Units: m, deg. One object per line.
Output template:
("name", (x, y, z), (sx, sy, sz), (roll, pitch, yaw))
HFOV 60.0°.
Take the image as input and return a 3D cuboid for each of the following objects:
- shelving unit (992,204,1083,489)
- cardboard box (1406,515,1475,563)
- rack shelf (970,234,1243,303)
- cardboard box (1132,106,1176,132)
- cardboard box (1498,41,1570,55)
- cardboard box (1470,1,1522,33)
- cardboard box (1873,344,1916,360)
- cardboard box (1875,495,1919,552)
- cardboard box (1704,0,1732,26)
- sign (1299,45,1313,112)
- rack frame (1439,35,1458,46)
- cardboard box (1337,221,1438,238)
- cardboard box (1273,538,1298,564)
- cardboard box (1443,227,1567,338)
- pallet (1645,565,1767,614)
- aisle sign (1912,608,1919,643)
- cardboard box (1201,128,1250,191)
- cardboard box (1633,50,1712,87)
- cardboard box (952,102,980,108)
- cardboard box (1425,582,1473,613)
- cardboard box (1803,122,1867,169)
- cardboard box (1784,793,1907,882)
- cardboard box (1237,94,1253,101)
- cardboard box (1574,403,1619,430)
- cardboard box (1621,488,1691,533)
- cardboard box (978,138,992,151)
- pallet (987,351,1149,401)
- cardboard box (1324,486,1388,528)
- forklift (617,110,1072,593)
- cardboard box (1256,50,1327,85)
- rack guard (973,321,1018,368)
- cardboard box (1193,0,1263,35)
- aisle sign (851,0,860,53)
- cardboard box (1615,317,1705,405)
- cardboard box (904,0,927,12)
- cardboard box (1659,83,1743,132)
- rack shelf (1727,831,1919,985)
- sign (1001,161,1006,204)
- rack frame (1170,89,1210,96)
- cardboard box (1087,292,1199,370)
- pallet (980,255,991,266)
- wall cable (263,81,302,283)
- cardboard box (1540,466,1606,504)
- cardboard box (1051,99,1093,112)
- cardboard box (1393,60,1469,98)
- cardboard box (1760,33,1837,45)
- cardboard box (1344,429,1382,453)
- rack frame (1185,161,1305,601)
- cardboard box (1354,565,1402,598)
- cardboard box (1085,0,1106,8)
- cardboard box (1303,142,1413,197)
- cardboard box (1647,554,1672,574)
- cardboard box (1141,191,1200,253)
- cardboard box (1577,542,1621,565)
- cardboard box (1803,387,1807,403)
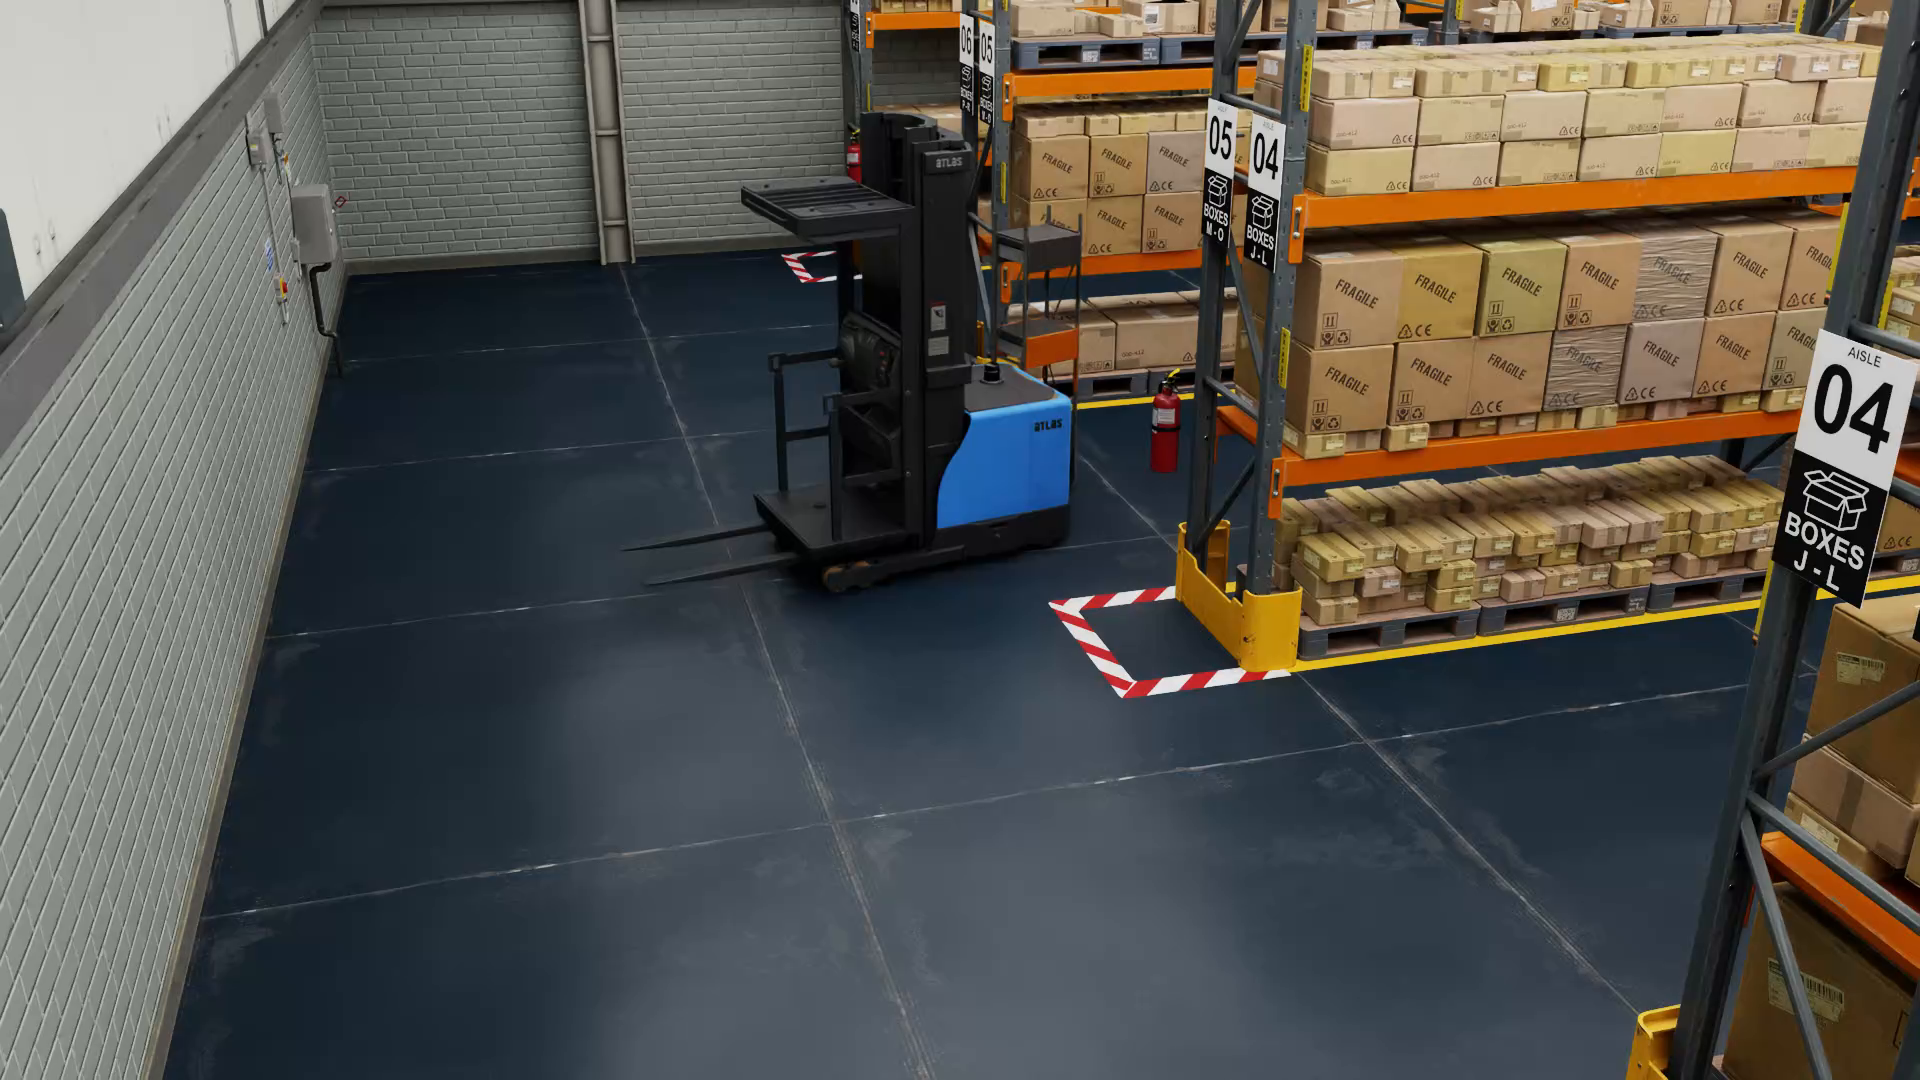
("shelving unit", (0.554, -1.362, 12.260), (0.503, 2.100, 0.431), (-16, 28, -32))
("cardboard box", (2.964, -0.008, 10.293), (0.250, 0.149, 0.380), (-8, 24, -17))
("rack shelf", (2.133, -2.565, 14.836), (4.000, 0.370, 1.077), (-6, 24, -14))
("cardboard box", (1.625, -3.541, 13.981), (0.250, 0.149, 0.380), (-6, 24, -14))
("cardboard box", (3.370, -2.839, 9.809), (0.250, 0.149, 0.380), (-7, 24, -16))
("cardboard box", (4.635, -4.539, 14.358), (0.258, 0.266, 0.396), (-7, 24, -15))
("cardboard box", (5.996, -1.185, 10.494), (0.250, 0.149, 0.380), (-7, 24, -17))
("cardboard box", (6.276, -0.262, 11.195), (0.500, 0.500, 0.500), (-5, 24, -12))
("cardboard box", (6.678, -4.765, 14.884), (0.258, 0.266, 0.396), (-7, 24, -16))
("sign", (1.788, -2.388, 8.599), (0.005, 0.325, 0.100), (-6, 24, -14))
("rack frame", (4.058, -3.109, 15.191), (0.127, 3.000, 1.000), (-6, 24, -14))
("cardboard box", (2.503, -1.653, 10.027), (0.500, 0.500, 0.500), (-7, 24, -16))
("cardboard box", (2.073, 0.002, 10.647), (0.250, 0.149, 0.380), (-7, 24, -16))
("cardboard box", (3.137, -1.506, 9.684), (0.500, 0.500, 0.500), (-7, 24, -16))
("pallet", (4.856, 0.126, 11.188), (1.213, 0.211, 1.003), (-6, 24, -14))
("aisle sign", (2.896, 0.007, 4.633), (0.004, 0.787, 0.394), (-6, 24, -14))
("cardboard box", (2.215, -3.300, 14.242), (0.500, 0.500, 0.500), (-6, 24, -14))
("cardboard box", (4.027, -2.678, 9.433), (0.250, 0.149, 0.380), (-6, 24, -15))
("cardboard box", (0.209, -4.890, 19.154), (0.500, 0.250, 0.500), (-6, 24, -13))
("cardboard box", (2.975, 0.295, 10.341), (0.250, 0.149, 0.380), (-6, 24, -14))
("cardboard box", (5.093, -2.395, 9.913), (0.500, 0.250, 0.500), (-6, 24, -13))
("cardboard box", (3.138, 1.032, 5.859), (0.250, 0.149, 0.380), (-6, 24, -13))
("cardboard box", (2.468, -3.822, 14.636), (0.250, 0.149, 0.380), (-6, 24, -15))
("cardboard box", (3.795, -0.811, 10.156), (0.250, 0.149, 0.380), (-6, 24, -13))
("cardboard box", (4.477, -0.190, 10.717), (0.250, 0.149, 0.380), (-6, 24, -13))
("cardboard box", (0.244, -4.502, 18.757), (0.250, 0.149, 0.380), (-6, 24, -14))
("pallet", (0.956, -1.516, 15.015), (1.213, 0.211, 1.003), (-6, 24, -14))
("cardboard box", (2.555, -0.204, 10.749), (0.250, 0.149, 0.380), (-7, 24, -16))
("forklift", (-0.781, -1.237, 10.917), (3.031, 2.935, 1.130), (-11, 26, -24))
("cardboard box", (1.882, -2.683, 9.446), (0.250, 0.149, 0.380), (-7, 24, -15))
("rack guard", (0.184, -1.531, 14.685), (0.348, 0.500, 1.175), (-6, 24, -14))
("cardboard box", (2.189, -4.504, 13.852), (0.500, 0.500, 0.500), (-6, 24, -13))
("aisle sign", (-1.124, -5.643, 17.799), (0.004, 0.787, 0.394), (-6, 24, -14))
("cardboard box", (4.124, -1.157, 10.137), (0.500, 0.500, 0.500), (-6, 24, -15))
("cardboard box", (-0.522, -5.813, 18.009), (0.250, 0.149, 0.380), (-6, 24, -13))
("cardboard box", (4.112, -2.525, 9.584), (0.500, 0.250, 0.500), (-5, 24, -12))
("rack shelf", (4.810, 1.197, 6.068), (4.000, 0.370, 1.077), (-6, 24, -14))
("sign", (0.351, -2.905, 13.519), (0.005, 0.325, 0.100), (-6, 24, -14))
("rack frame", (2.714, -4.993, 19.582), (0.127, 3.000, 1.000), (-6, 24, -14))
("cardboard box", (1.695, -1.907, 15.107), (0.875, 0.438, 0.875), (-6, 24, -13))
("pallet", (-0.297, -3.378, 19.356), (1.213, 0.211, 1.003), (-6, 24, -14))
("wall cable", (-5.610, -3.077, 13.829), (0.122, 1.984, 0.588), (-6, 24, -14))
("cardboard box", (4.082, -0.353, 11.098), (0.250, 0.149, 0.380), (-6, 24, -13))
("cardboard box", (0.962, -3.696, 14.342), (0.250, 0.149, 0.380), (-7, 24, -15))
("cardboard box", (2.546, -2.506, 9.033), (0.250, 0.149, 0.380), (-6, 24, -14))
("cardboard box", (5.147, -3.024, 10.239), (0.250, 0.149, 0.380), (-7, 24, -15))
("cardboard box", (2.276, -0.651, 9.783), (0.250, 0.149, 0.380), (-5, 24, -12))
("rack frame", (1.642, -0.814, 9.843), (0.127, 3.000, 1.000), (-6, 24, -14))
("cardboard box", (2.494, 0.200, 10.185), (0.250, 0.149, 0.380), (-6, 24, -15))
("cardboard box", (1.447, -6.013, 18.475), (0.250, 0.149, 0.380), (-5, 24, -13))
("cardboard box", (2.143, -2.074, 9.166), (0.500, 0.250, 0.500), (-5, 24, -12))
("cardboard box", (4.411, 0.079, 10.845), (0.250, 0.149, 0.380), (-7, 24, -16))
("cardboard box", (1.721, -2.782, 14.304), (0.500, 0.500, 0.500), (-6, 24, -15))
("cardboard box", (3.994, 0.008, 10.632), (0.250, 0.149, 0.380), (-7, 24, -17))
("cardboard box", (5.281, -1.005, 10.608), (0.250, 0.149, 0.380), (-7, 24, -15))
